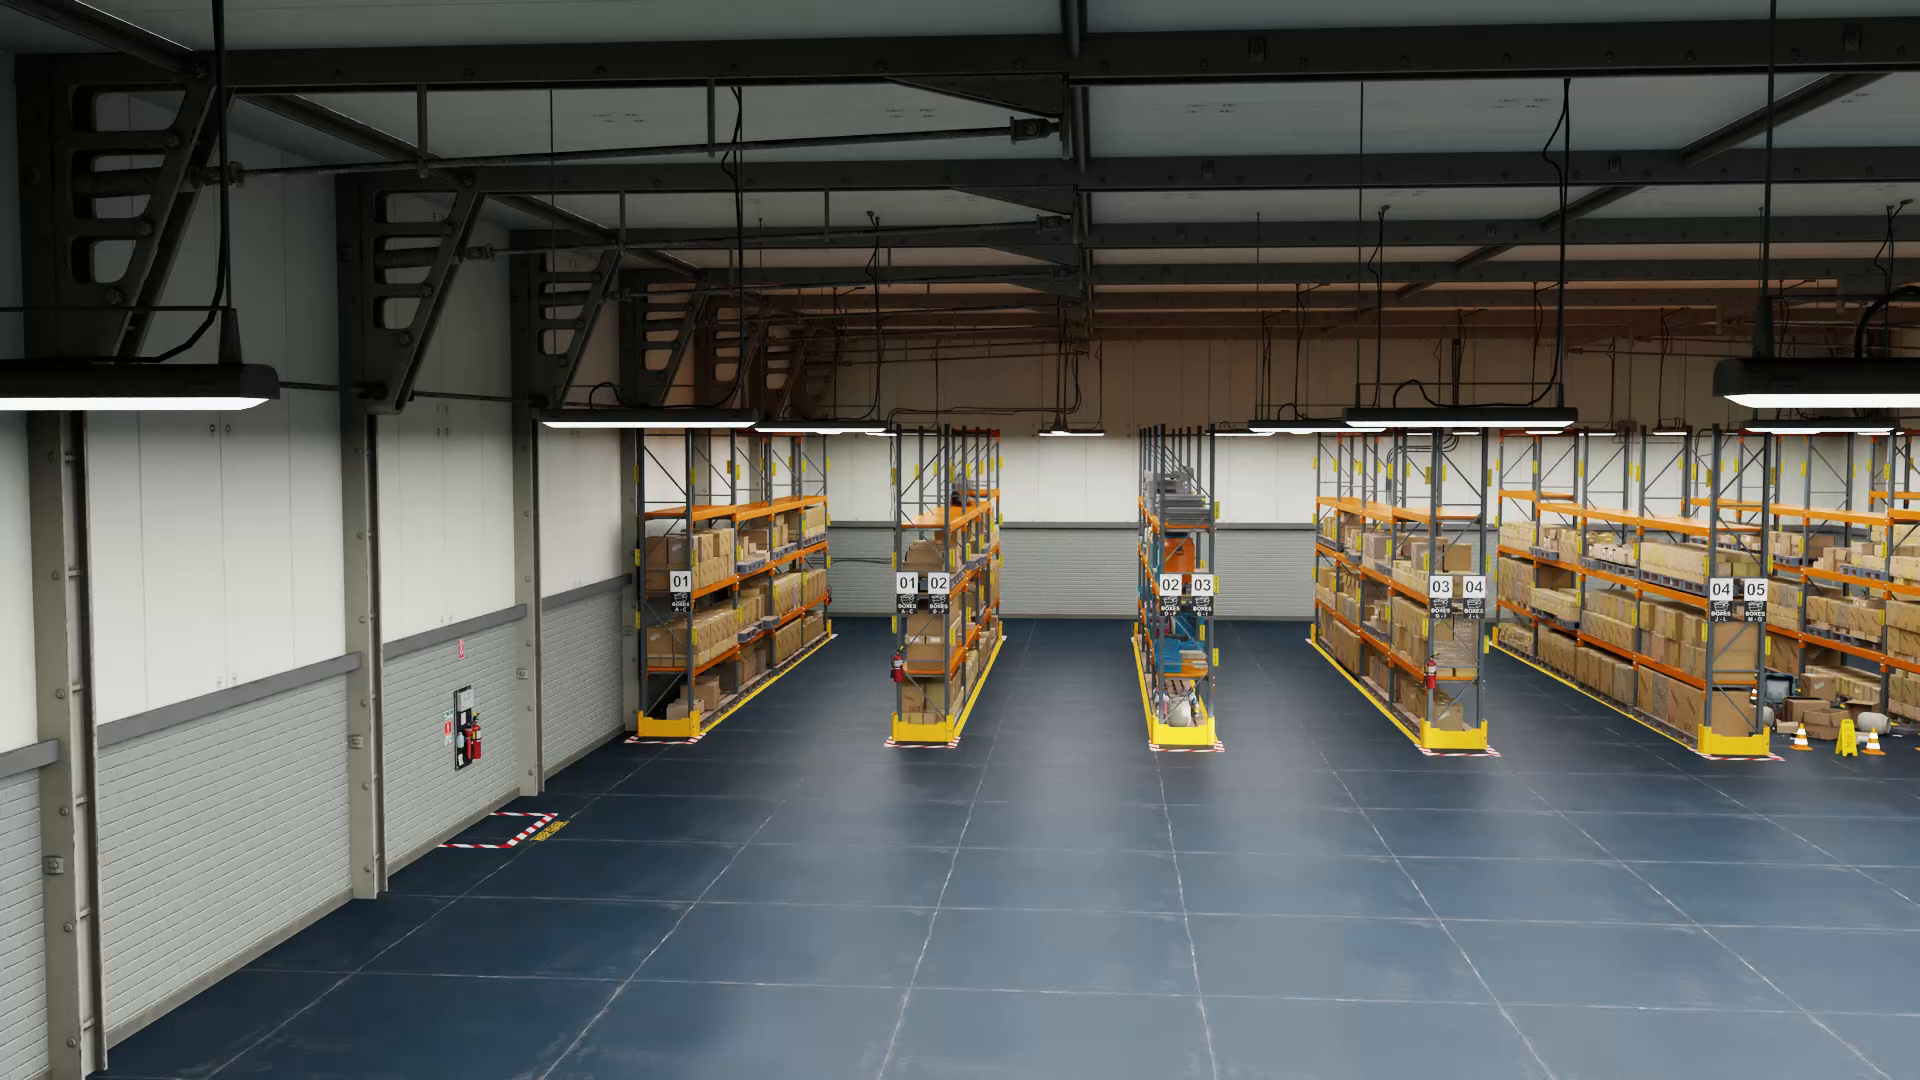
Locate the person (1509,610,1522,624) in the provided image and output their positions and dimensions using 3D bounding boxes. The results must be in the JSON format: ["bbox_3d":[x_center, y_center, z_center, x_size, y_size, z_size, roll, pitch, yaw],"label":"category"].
[{"bbox_3d":[15.937,2.062,47.476,0.544,1.588,0.713,2,4,33],"label":"person"}]
